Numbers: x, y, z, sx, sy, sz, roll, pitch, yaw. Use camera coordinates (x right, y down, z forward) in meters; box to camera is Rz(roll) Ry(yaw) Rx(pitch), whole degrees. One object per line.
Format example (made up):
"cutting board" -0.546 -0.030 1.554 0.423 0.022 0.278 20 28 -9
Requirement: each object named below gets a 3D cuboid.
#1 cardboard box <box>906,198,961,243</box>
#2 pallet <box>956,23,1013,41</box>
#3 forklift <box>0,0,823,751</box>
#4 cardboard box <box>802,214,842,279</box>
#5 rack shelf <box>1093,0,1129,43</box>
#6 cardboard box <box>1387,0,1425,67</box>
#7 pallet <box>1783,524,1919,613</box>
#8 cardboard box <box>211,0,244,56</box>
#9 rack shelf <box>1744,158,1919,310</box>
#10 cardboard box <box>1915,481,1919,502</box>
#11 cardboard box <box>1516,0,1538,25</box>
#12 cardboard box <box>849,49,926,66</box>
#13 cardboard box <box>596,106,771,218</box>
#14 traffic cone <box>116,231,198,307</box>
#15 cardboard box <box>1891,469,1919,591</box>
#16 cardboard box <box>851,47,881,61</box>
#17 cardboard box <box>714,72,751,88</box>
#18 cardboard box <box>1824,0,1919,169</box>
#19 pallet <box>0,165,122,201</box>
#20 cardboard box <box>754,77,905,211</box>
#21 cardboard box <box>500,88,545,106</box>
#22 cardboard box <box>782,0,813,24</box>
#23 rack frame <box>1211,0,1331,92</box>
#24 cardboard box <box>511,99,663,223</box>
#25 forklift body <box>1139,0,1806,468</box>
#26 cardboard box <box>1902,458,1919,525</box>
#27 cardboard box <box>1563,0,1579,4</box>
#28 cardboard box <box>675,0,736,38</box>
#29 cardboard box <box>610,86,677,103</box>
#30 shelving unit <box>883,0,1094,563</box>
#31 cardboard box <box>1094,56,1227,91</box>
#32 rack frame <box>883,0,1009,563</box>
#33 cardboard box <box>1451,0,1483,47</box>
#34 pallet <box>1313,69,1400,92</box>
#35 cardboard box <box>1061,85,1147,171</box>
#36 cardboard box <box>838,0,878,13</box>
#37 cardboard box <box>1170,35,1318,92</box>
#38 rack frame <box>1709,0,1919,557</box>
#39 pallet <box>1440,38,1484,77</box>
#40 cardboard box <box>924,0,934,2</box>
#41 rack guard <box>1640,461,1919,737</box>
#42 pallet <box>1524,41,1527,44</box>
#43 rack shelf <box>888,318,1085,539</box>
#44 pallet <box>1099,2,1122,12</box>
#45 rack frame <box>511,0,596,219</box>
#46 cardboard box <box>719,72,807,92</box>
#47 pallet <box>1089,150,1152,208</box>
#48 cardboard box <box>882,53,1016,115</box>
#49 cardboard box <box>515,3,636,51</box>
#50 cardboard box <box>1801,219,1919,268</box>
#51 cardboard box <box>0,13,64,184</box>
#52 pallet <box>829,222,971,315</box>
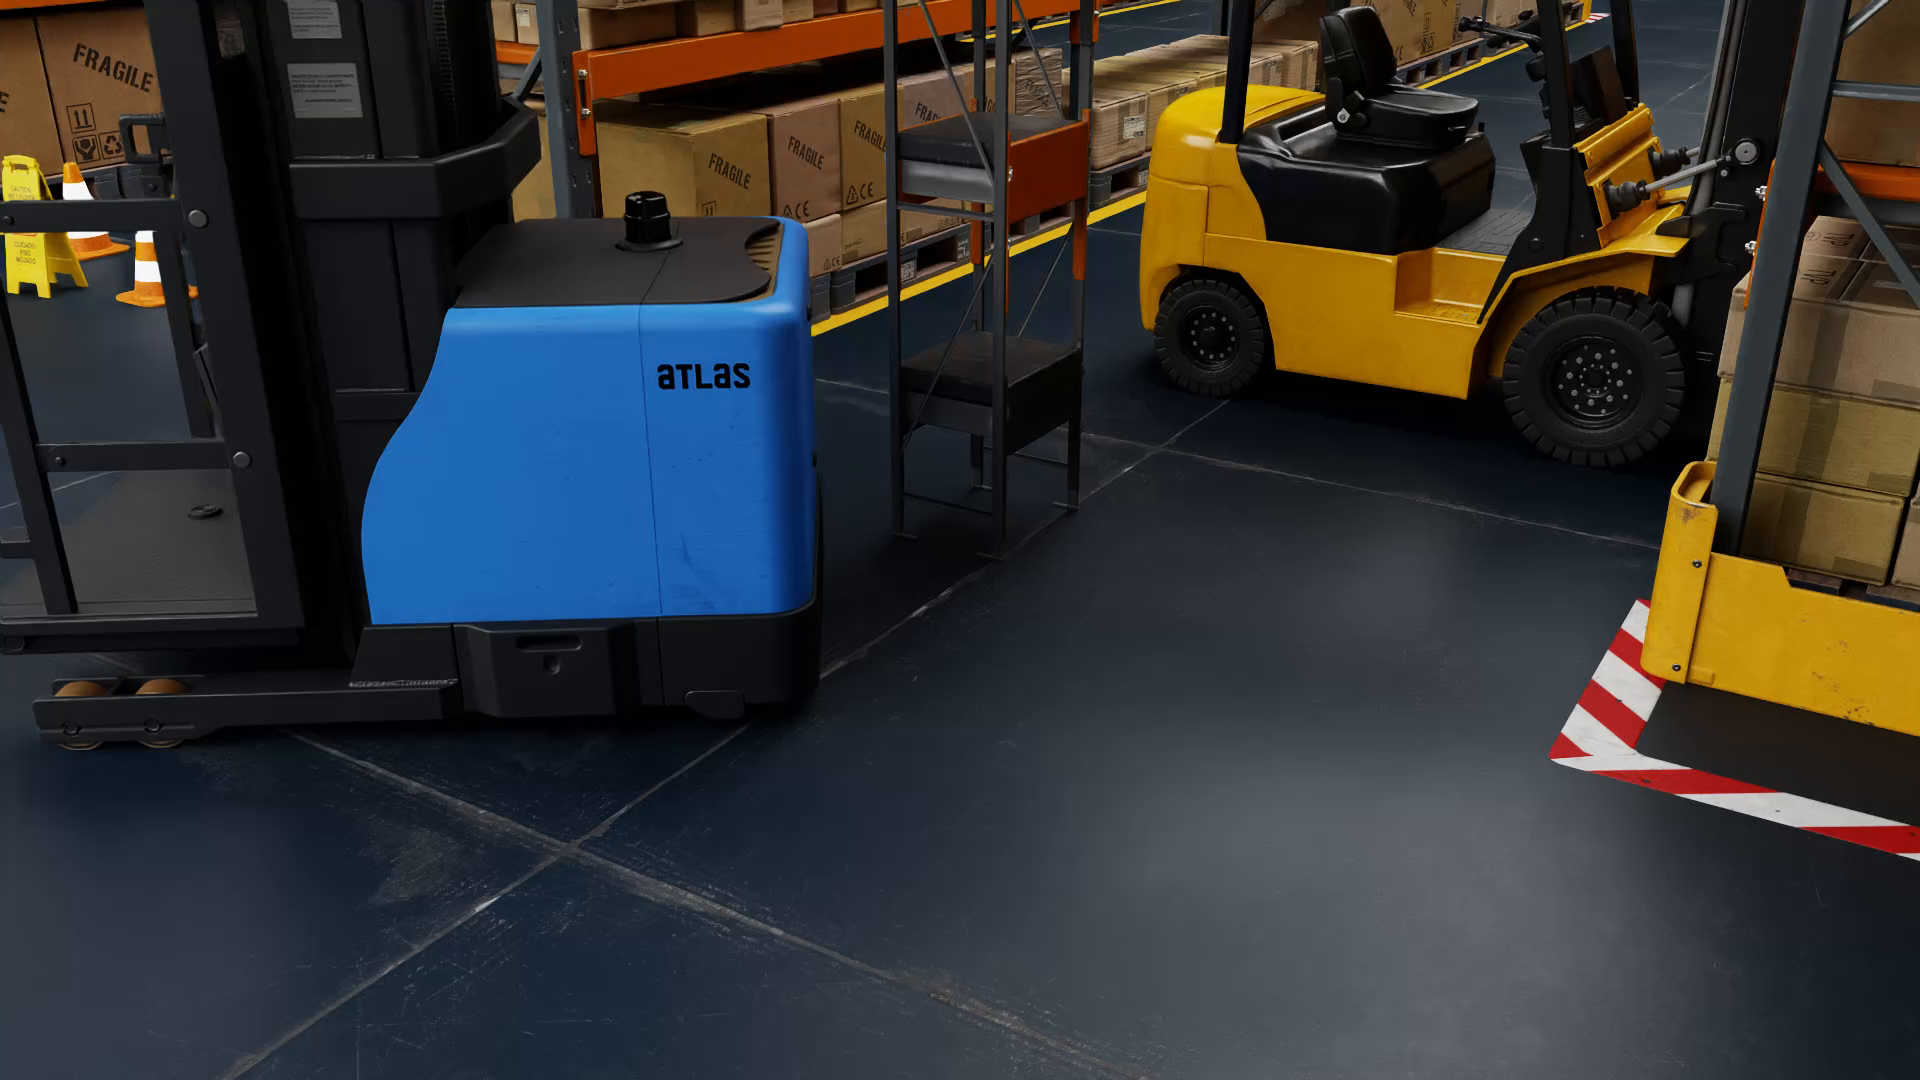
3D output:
"cardboard box" -0.335 -1.680 8.287 0.500 0.250 0.500 14 27 30
"pallet" -0.155 -5.518 17.731 1.003 0.211 1.213 14 27 29
"forklift" -1.897 -1.047 3.979 3.031 2.935 1.130 -1 23 -3
"cardboard box" -0.880 -1.323 7.464 0.500 0.250 0.500 15 28 31
"rack shelf" 1.348 -3.702 10.932 1.077 0.370 4.000 14 27 29
"cardboard box" 3.312 -4.441 13.879 0.875 0.875 0.875 14 27 30
"pallet" 2.770 0.044 4.882 1.003 0.211 1.213 14 27 29
"cardboard box" -4.829 -3.076 10.725 0.875 0.875 0.875 14 27 29
"rack shelf" 3.457 -1.313 5.414 1.077 0.370 4.000 14 27 29
"cardboard box" 2.827 -0.244 4.341 0.500 0.250 0.500 14 27 30
"cardboard box" 5.407 -5.566 17.028 0.875 0.438 0.875 13 27 27
"cardboard box" -0.520 -2.307 8.791 0.500 0.500 0.500 15 28 31
"cardboard box" -1.144 -1.505 6.939 0.500 0.500 0.500 13 27 27
"traffic cone" -3.808 -1.377 7.847 0.336 0.463 0.334 14 27 29
"cardboard box" 2.828 -0.024 4.463 0.500 0.250 0.500 14 27 29
"cardboard box" -0.634 -2.584 8.616 0.380 0.149 0.250 15 28 31
"cardboard box" -1.203 -2.216 7.765 0.380 0.149 0.250 15 28 31
"cardboard box" 2.439 -1.235 4.202 0.500 0.500 0.500 13 27 28
"pallet" -5.720 -2.017 9.644 1.003 0.211 1.213 14 27 29
"cardboard box" -0.600 -1.850 7.736 0.500 0.500 0.500 14 27 30
"cardboard box" -2.555 -2.365 9.908 0.797 0.637 0.503 14 27 29
"cardboard box" -0.851 -2.294 7.091 0.380 0.149 0.250 15 27 30
"rack frame" 2.403 -4.707 12.348 1.000 3.000 0.127 14 27 29
"cardboard box" -1.615 -1.607 7.176 0.500 0.500 0.500 14 27 29
"forklift body" 1.853 -1.601 6.242 2.313 2.155 1.214 14 27 29
"cardboard box" 2.652 -0.290 5.077 0.500 0.250 0.500 14 27 29
"cardboard box" 6.360 -6.181 18.448 0.875 0.438 0.875 13 27 27
"cardboard box" -1.131 -2.124 6.697 0.380 0.149 0.250 13 27 27
"cardboard box" -1.479 -2.043 7.366 0.380 0.149 0.250 15 27 30
"shelving unit" 0.087 -1.019 4.962 0.431 2.100 0.503 14 27 29
"cardboard box" 1.310 -3.000 11.184 0.950 0.372 0.625 15 28 31
"rack frame" -0.041 -0.937 4.772 0.400 2.100 0.015 14 27 29
"cardboard box" 4.254 -5.049 15.284 0.875 0.875 0.875 15 27 31
"pallet" 2.883 -3.678 13.481 1.003 0.211 1.213 14 27 29
"cardboard box" 0.568 -2.522 10.079 0.950 0.372 0.625 14 27 30
"cardboard box" -0.598 -2.479 7.517 0.380 0.149 0.250 13 27 28
"cardboard box" 2.097 -3.506 12.351 0.950 0.372 0.625 12 26 25
"rack frame" 2.402 -0.968 3.711 1.000 3.000 0.127 14 27 29
"pallet" 4.170 -4.502 15.383 1.003 0.211 1.213 14 27 29
"cardboard box" -0.311 -2.646 7.903 0.380 0.149 0.250 13 27 28
"rack guard" 2.390 0.187 4.189 1.175 0.500 0.348 14 27 29
"pallet" 5.624 -5.431 17.531 1.003 0.211 1.213 14 27 29
"rack shelf" 0.087 -0.365 5.245 0.431 0.518 0.480 14 27 29
"pallet" 1.222 -6.429 19.834 1.003 0.211 1.213 14 27 29
"rack frame" -1.816 -2.007 6.111 1.000 3.000 0.127 14 27 29
"cardboard box" -1.071 -1.953 7.975 0.500 0.500 0.500 13 27 28
"pallet" 0.703 -2.341 10.392 1.003 0.211 1.213 14 27 29
"cardboard box" -0.057 -2.205 8.555 0.500 0.500 0.500 14 27 30
"cardboard box" -1.461 -1.963 6.326 0.380 0.149 0.250 14 27 29
"cardboard box" 2.645 -0.753 4.887 0.500 0.250 0.500 14 27 30
"cardboard box" -5.774 -2.471 9.328 0.875 0.875 0.875 14 27 29
"pallet" -0.673 -1.430 8.288 1.003 0.211 1.213 14 27 29
